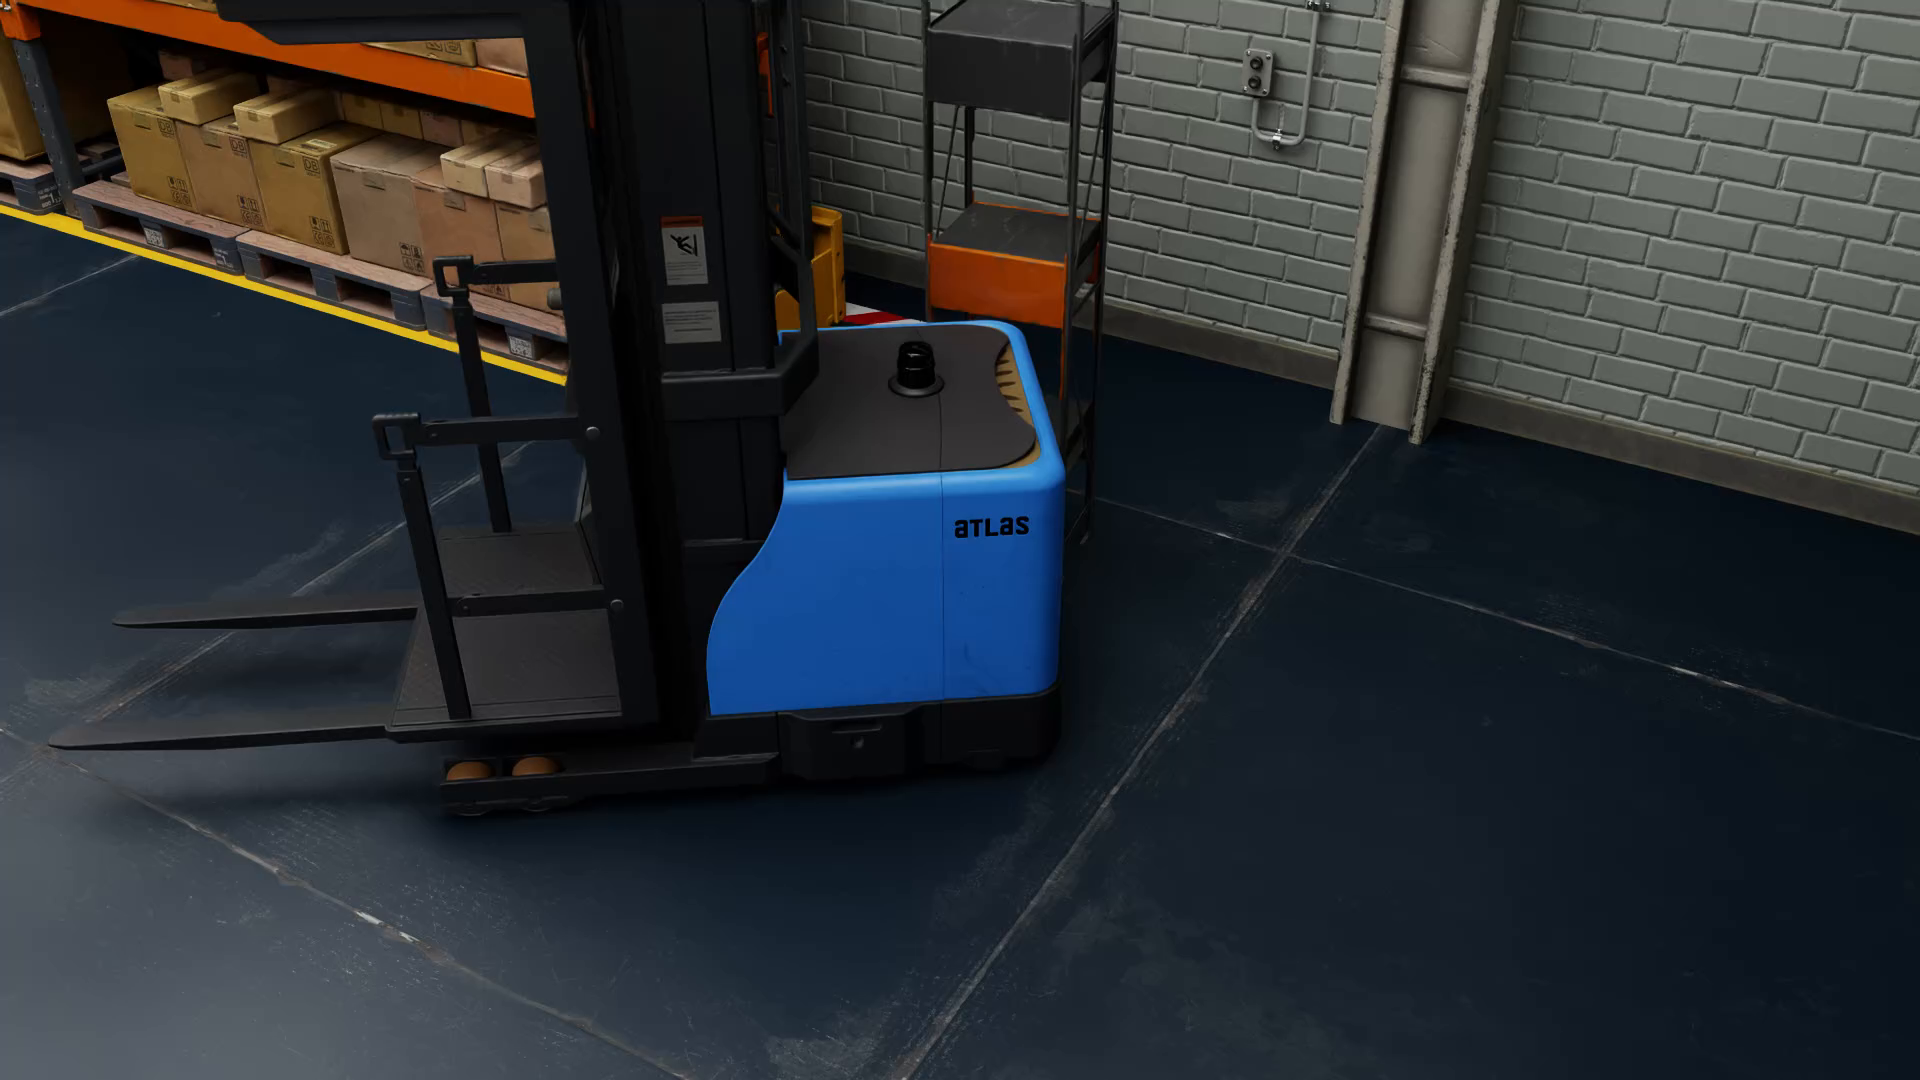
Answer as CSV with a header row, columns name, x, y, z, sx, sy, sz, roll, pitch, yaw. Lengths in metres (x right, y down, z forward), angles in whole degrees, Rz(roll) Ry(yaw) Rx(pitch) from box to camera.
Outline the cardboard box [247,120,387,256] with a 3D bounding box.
name,x,y,z,sx,sy,sz,roll,pitch,yaw
cardboard box,-2.968,-1.791,8.109,0.500,0.500,0.700,18,38,25

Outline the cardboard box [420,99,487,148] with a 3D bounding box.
name,x,y,z,sx,sy,sz,roll,pitch,yaw
cardboard box,-2.300,-1.982,7.811,0.250,0.149,0.380,18,38,25

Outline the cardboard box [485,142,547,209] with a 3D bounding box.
name,x,y,z,sx,sy,sz,roll,pitch,yaw
cardboard box,-1.832,-1.590,7.222,0.250,0.149,0.380,17,37,24

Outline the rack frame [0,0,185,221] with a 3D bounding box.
name,x,y,z,sx,sy,sz,roll,pitch,yaw
rack frame,-4.445,-3.193,8.339,0.127,3.000,1.000,18,37,24

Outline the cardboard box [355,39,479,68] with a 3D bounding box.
name,x,y,z,sx,sy,sz,roll,pitch,yaw
cardboard box,-2.057,-2.548,7.100,0.700,0.700,0.980,17,37,24

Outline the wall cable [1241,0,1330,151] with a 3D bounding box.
name,x,y,z,sx,sy,sz,roll,pitch,yaw
wall cable,0.609,-2.619,6.561,1.851,1.984,0.084,18,37,24

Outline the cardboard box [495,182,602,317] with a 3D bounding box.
name,x,y,z,sx,sy,sz,roll,pitch,yaw
cardboard box,-1.630,-1.372,7.481,0.500,0.500,0.700,18,37,24

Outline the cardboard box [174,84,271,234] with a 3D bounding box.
name,x,y,z,sx,sy,sz,roll,pitch,yaw
cardboard box,-3.412,-1.933,8.323,0.500,0.500,0.700,17,37,24

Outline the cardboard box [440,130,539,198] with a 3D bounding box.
name,x,y,z,sx,sy,sz,roll,pitch,yaw
cardboard box,-2.054,-1.660,7.327,0.250,0.149,0.380,19,38,26

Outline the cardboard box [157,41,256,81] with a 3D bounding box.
name,x,y,z,sx,sy,sz,roll,pitch,yaw
cardboard box,-3.874,-2.478,8.556,0.250,0.149,0.380,17,37,24

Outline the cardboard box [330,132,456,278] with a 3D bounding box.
name,x,y,z,sx,sy,sz,roll,pitch,yaw
cardboard box,-2.501,-1.648,7.894,0.500,0.500,0.700,16,37,23

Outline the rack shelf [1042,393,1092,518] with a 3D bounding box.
name,x,y,z,sx,sy,sz,roll,pitch,yaw
rack shelf,0.190,-0.252,6.022,0.480,0.518,0.431,12,36,17

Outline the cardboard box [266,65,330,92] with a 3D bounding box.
name,x,y,z,sx,sy,sz,roll,pitch,yaw
cardboard box,-3.187,-2.262,8.232,0.250,0.149,0.380,16,37,23

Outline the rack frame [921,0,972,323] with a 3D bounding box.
name,x,y,z,sx,sy,sz,roll,pitch,yaw
rack frame,-0.037,-0.895,5.700,0.015,2.100,0.400,12,36,17

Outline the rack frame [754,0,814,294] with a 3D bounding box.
name,x,y,z,sx,sy,sz,roll,pitch,yaw
rack frame,-0.972,-2.093,6.687,0.127,3.000,1.000,18,37,24

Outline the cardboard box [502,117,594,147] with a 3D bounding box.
name,x,y,z,sx,sy,sz,roll,pitch,yaw
cardboard box,-1.862,-1.843,7.602,0.250,0.149,0.380,18,38,25

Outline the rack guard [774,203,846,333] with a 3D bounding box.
name,x,y,z,sx,sy,sz,roll,pitch,yaw
rack guard,-0.951,-1.046,7.370,0.348,0.500,1.175,18,37,24

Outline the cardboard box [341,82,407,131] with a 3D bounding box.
name,x,y,z,sx,sy,sz,roll,pitch,yaw
cardboard box,-2.743,-2.122,8.021,0.250,0.149,0.380,17,37,24

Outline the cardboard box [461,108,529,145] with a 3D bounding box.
name,x,y,z,sx,sy,sz,roll,pitch,yaw
cardboard box,-2.079,-1.912,7.706,0.250,0.149,0.380,18,38,25

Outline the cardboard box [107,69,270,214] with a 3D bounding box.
name,x,y,z,sx,sy,sz,roll,pitch,yaw
cardboard box,-3.847,-2.073,8.533,0.500,0.500,0.700,18,38,25

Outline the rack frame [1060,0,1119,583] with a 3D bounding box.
name,x,y,z,sx,sy,sz,roll,pitch,yaw
rack frame,0.418,-0.797,5.553,0.015,2.100,0.400,12,36,17

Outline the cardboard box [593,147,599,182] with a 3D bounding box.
name,x,y,z,sx,sy,sz,roll,pitch,yaw
cardboard box,-1.422,-1.704,7.394,0.250,0.149,0.380,18,38,25

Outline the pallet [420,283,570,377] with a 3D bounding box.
name,x,y,z,sx,sy,sz,roll,pitch,yaw
pallet,-1.705,-1.115,7.734,1.213,0.211,1.003,18,37,24

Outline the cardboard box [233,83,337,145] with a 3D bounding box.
name,x,y,z,sx,sy,sz,roll,pitch,yaw
cardboard box,-3.187,-2.017,7.864,0.250,0.149,0.380,16,37,23

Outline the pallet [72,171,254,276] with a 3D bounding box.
name,x,y,z,sx,sy,sz,roll,pitch,yaw
pallet,-3.824,-1.786,8.742,1.213,0.211,1.003,18,37,24

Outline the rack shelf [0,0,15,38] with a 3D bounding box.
name,x,y,z,sx,sy,sz,roll,pitch,yaw
rack shelf,-6.182,-3.444,9.365,4.000,0.370,1.077,18,37,24

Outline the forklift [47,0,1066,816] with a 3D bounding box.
name,x,y,z,sx,sy,sz,roll,pitch,yaw
forklift,-1.240,-0.698,4.654,3.031,2.935,1.130,-3,34,-5

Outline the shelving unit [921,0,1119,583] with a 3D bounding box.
name,x,y,z,sx,sy,sz,roll,pitch,yaw
shelving unit,0.190,-0.846,5.626,0.503,2.100,0.431,12,36,17

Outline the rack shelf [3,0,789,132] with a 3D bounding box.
name,x,y,z,sx,sy,sz,roll,pitch,yaw
rack shelf,-2.709,-2.344,7.713,4.000,0.370,1.077,18,37,24

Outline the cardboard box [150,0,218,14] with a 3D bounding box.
name,x,y,z,sx,sy,sz,roll,pitch,yaw
cardboard box,-3.351,-2.958,7.715,0.700,0.700,0.980,17,37,23

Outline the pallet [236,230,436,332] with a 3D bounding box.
name,x,y,z,sx,sy,sz,roll,pitch,yaw
pallet,-2.760,-1.451,8.239,1.213,0.211,1.003,18,37,24

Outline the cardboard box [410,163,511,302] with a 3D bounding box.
name,x,y,z,sx,sy,sz,roll,pitch,yaw
cardboard box,-2.064,-1.510,7.687,0.500,0.500,0.700,17,37,24

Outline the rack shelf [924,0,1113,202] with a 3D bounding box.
name,x,y,z,sx,sy,sz,roll,pitch,yaw
rack shelf,0.190,-1.417,5.246,0.480,0.518,0.431,12,36,17

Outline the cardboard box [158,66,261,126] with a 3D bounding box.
name,x,y,z,sx,sy,sz,roll,pitch,yaw
cardboard box,-3.640,-2.161,8.080,0.250,0.149,0.380,19,38,26

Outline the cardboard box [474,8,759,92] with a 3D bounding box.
name,x,y,z,sx,sy,sz,roll,pitch,yaw
cardboard box,-1.420,-2.354,6.808,0.700,0.700,0.980,19,38,26

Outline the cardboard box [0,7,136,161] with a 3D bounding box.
name,x,y,z,sx,sy,sz,roll,pitch,yaw
cardboard box,-5.074,-2.590,8.993,0.750,0.750,0.750,18,38,25

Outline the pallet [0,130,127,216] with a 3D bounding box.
name,x,y,z,sx,sy,sz,roll,pitch,yaw
pallet,-5.153,-2.209,9.376,1.213,0.211,1.003,18,37,24

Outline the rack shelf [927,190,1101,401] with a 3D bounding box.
name,x,y,z,sx,sy,sz,roll,pitch,yaw
rack shelf,0.190,-0.835,5.634,0.480,0.518,0.431,12,36,17

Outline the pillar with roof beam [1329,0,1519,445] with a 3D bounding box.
name,x,y,z,sx,sy,sz,roll,pitch,yaw
pillar with roof beam,-0.335,-2.192,1.424,0.400,9.000,9.100,18,37,24

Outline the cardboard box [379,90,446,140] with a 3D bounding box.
name,x,y,z,sx,sy,sz,roll,pitch,yaw
cardboard box,-2.524,-2.052,7.916,0.250,0.149,0.380,18,38,25

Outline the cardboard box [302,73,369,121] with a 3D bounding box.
name,x,y,z,sx,sy,sz,roll,pitch,yaw
cardboard box,-2.968,-2.192,8.127,0.250,0.149,0.380,18,38,25
